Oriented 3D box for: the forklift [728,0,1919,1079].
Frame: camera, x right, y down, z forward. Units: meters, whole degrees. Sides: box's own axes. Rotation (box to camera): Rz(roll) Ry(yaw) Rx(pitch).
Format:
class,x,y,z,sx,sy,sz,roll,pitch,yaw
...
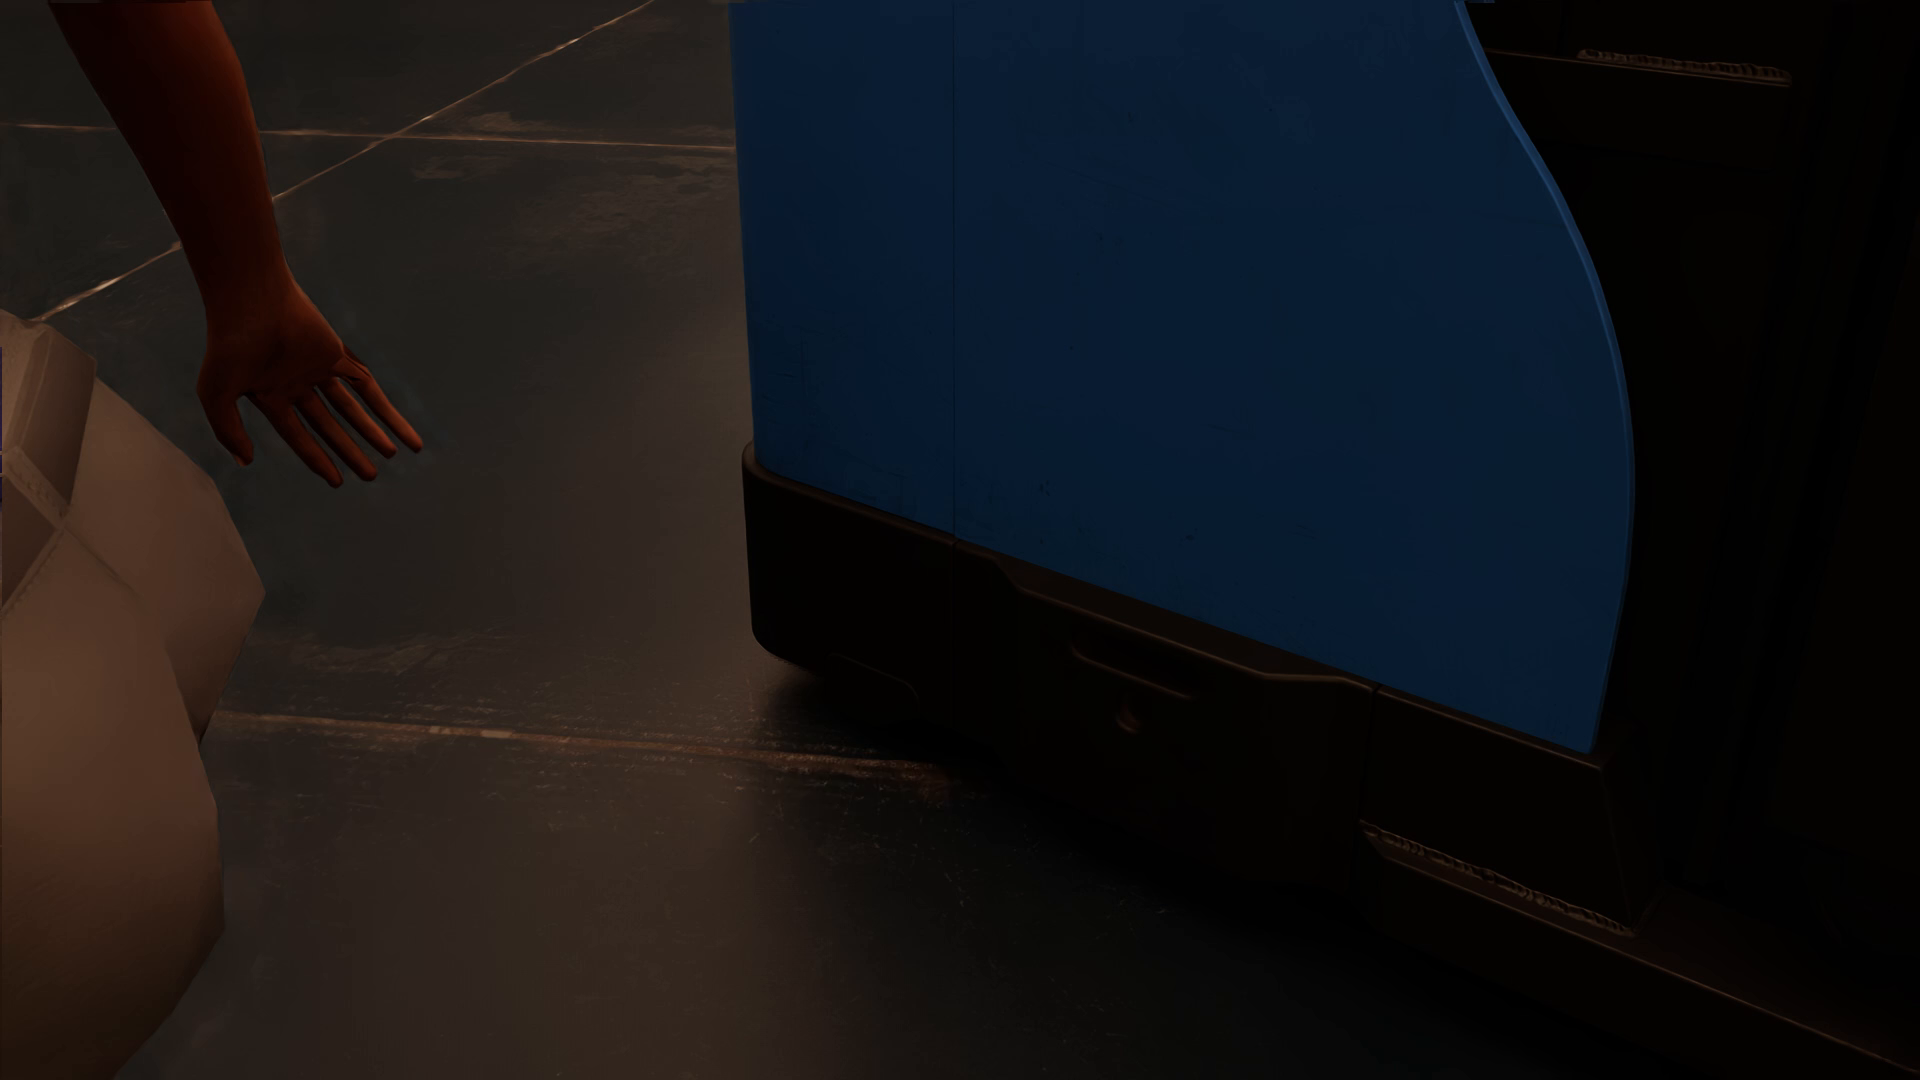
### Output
class,x,y,z,sx,sy,sz,roll,pitch,yaw
forklift,1.212,-0.904,1.028,3.031,2.935,1.130,19,32,33
